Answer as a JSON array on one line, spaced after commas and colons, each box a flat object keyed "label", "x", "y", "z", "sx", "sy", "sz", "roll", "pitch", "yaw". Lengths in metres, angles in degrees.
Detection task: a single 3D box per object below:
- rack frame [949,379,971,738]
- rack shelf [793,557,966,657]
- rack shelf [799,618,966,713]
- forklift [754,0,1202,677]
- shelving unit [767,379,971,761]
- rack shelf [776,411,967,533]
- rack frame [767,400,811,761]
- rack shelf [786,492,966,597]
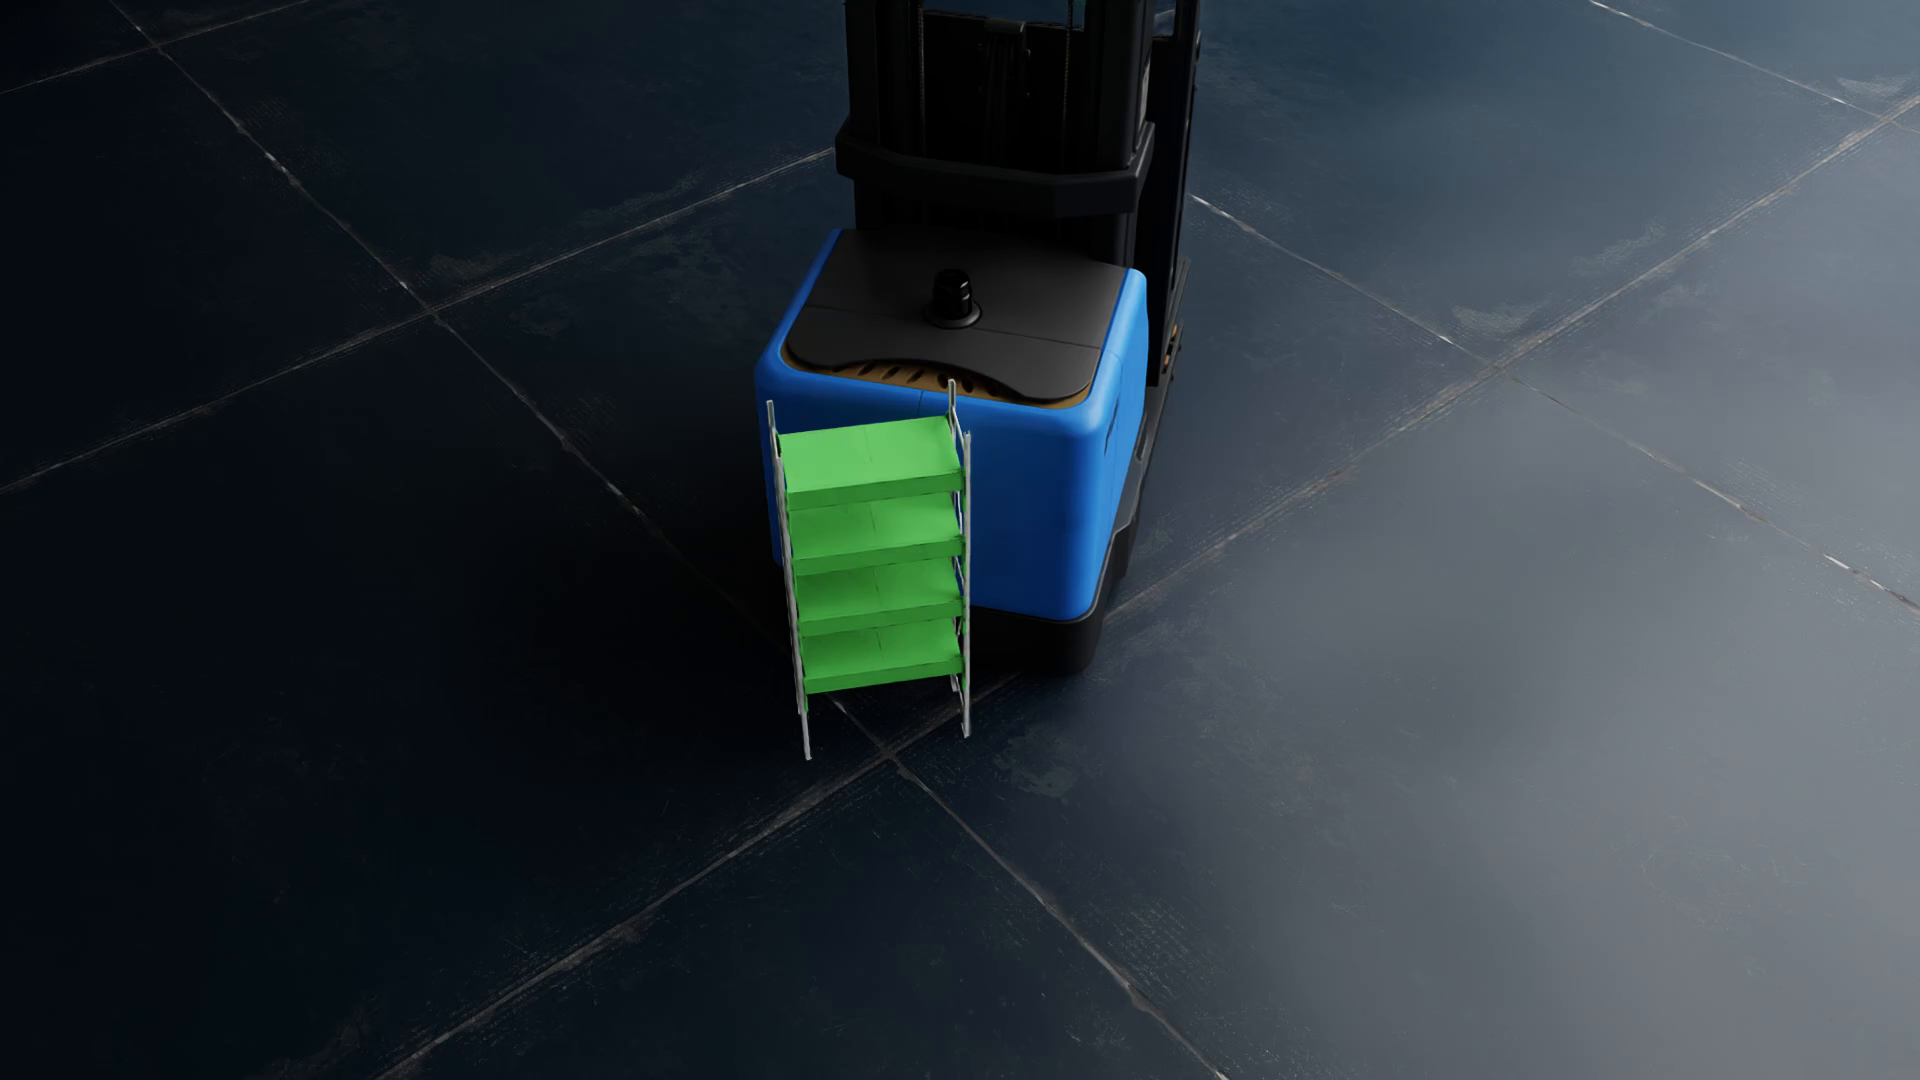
[{"label": "rack frame", "x": -0.002, "y": 0.088, "z": 4.780, "sx": 0.015, "sy": 1.200, "sz": 0.240, "roll": -7, "pitch": 44, "yaw": -8}, {"label": "rack shelf", "x": -0.241, "y": 0.165, "z": 4.791, "sx": 0.480, "sy": 0.148, "sz": 0.258, "roll": -7, "pitch": 44, "yaw": -8}, {"label": "rack shelf", "x": -0.241, "y": 0.340, "z": 4.955, "sx": 0.480, "sy": 0.148, "sz": 0.258, "roll": -7, "pitch": 44, "yaw": -8}, {"label": "forklift", "x": 0.246, "y": -1.665, "z": 5.382, "sx": 1.130, "sy": 2.935, "sz": 3.031, "roll": 10, "pitch": 44, "yaw": 10}, {"label": "shelving unit", "x": -0.241, "y": 0.119, "z": 4.747, "sx": 0.503, "sy": 1.200, "sz": 0.258, "roll": -7, "pitch": 44, "yaw": -8}, {"label": "rack shelf", "x": -0.241, "y": -0.185, "z": 4.462, "sx": 0.480, "sy": 0.148, "sz": 0.258, "roll": -7, "pitch": 44, "yaw": -8}, {"label": "rack frame", "x": -0.481, "y": 0.150, "z": 4.714, "sx": 0.015, "sy": 1.200, "sz": 0.240, "roll": -7, "pitch": 44, "yaw": -8}, {"label": "rack shelf", "x": -0.241, "y": -0.010, "z": 4.627, "sx": 0.480, "sy": 0.148, "sz": 0.258, "roll": -7, "pitch": 44, "yaw": -8}]
